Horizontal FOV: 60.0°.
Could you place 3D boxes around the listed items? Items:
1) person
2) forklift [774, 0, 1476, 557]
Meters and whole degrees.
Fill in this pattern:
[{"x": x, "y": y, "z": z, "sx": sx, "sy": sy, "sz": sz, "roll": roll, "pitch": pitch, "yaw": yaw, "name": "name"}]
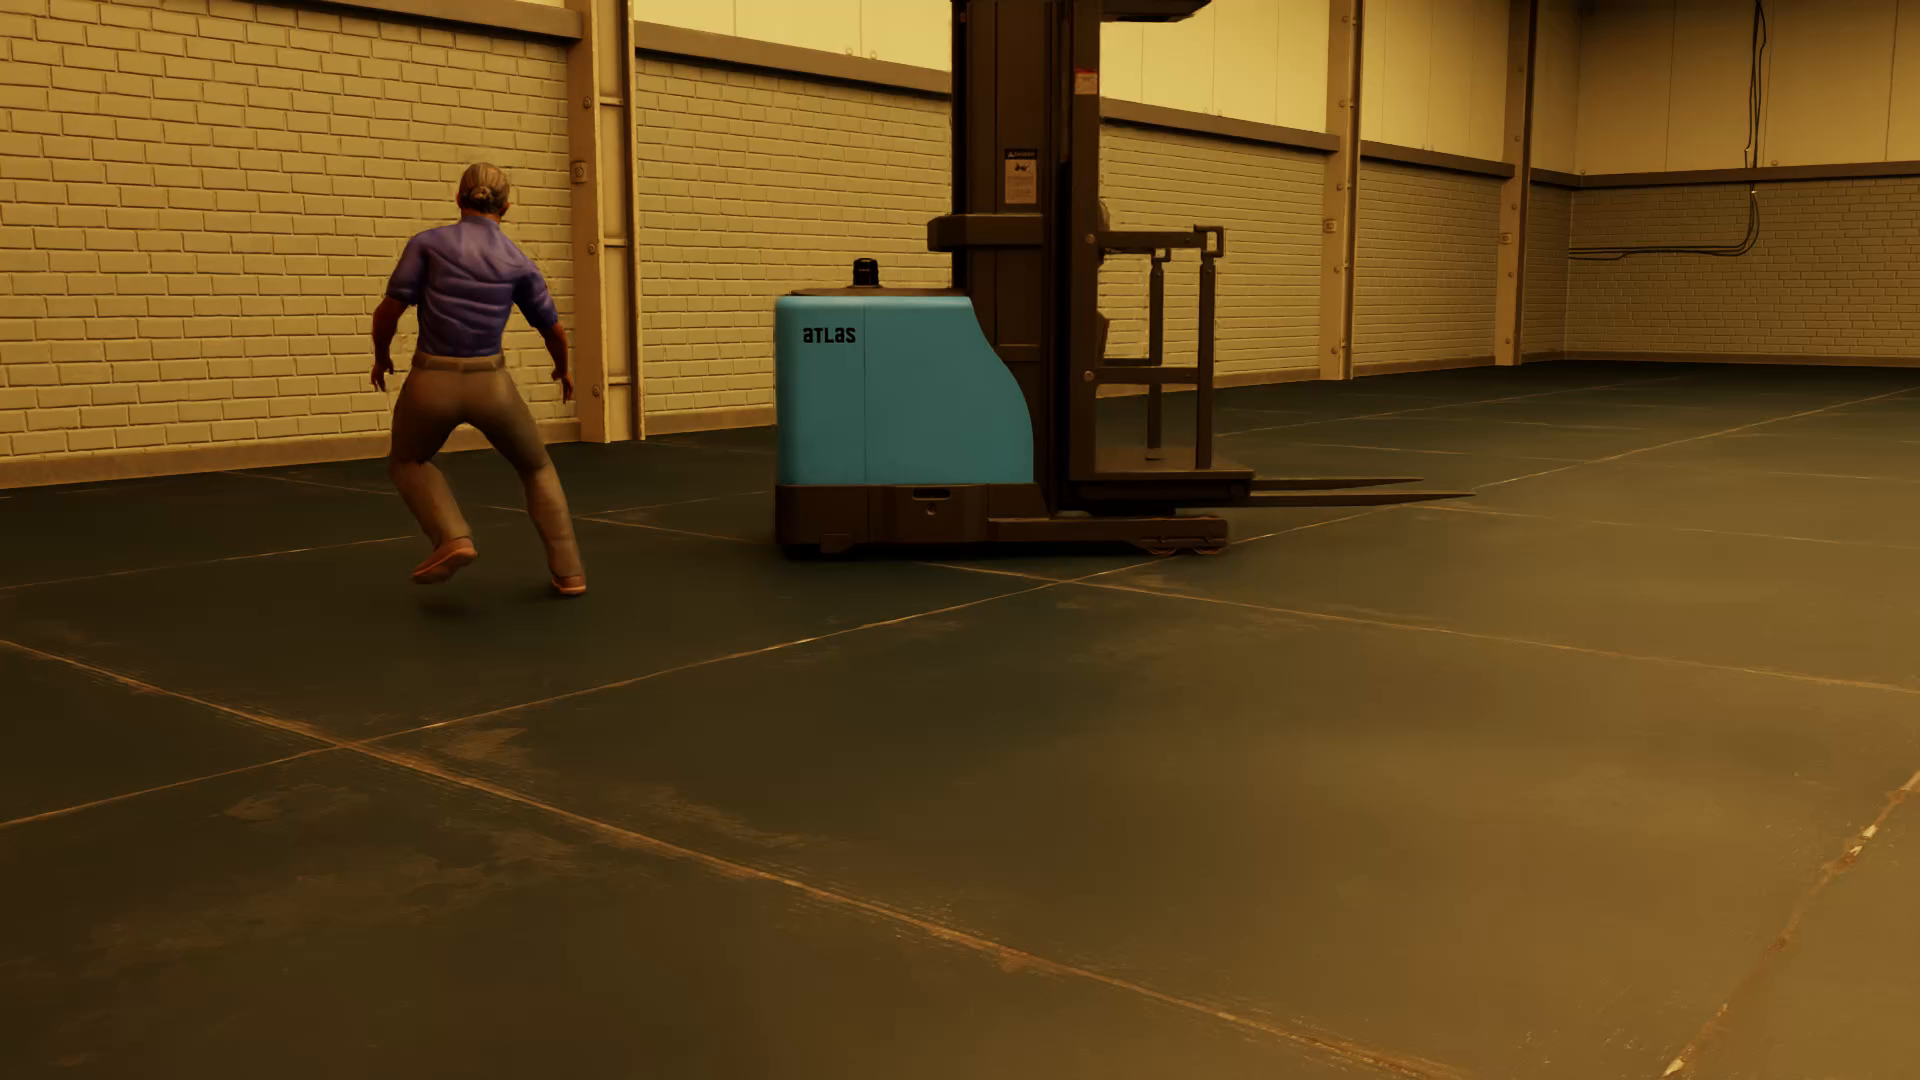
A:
[{"x": -1.701, "y": -0.551, "z": 5.881, "sx": 0.718, "sy": 1.522, "sz": 0.565, "roll": -3, "pitch": 9, "yaw": -19, "name": "person"}, {"x": 0.706, "y": -1.457, "z": 7.236, "sx": 3.031, "sy": 2.935, "sz": 1.130, "roll": -1, "pitch": 8, "yaw": -5, "name": "forklift"}]
